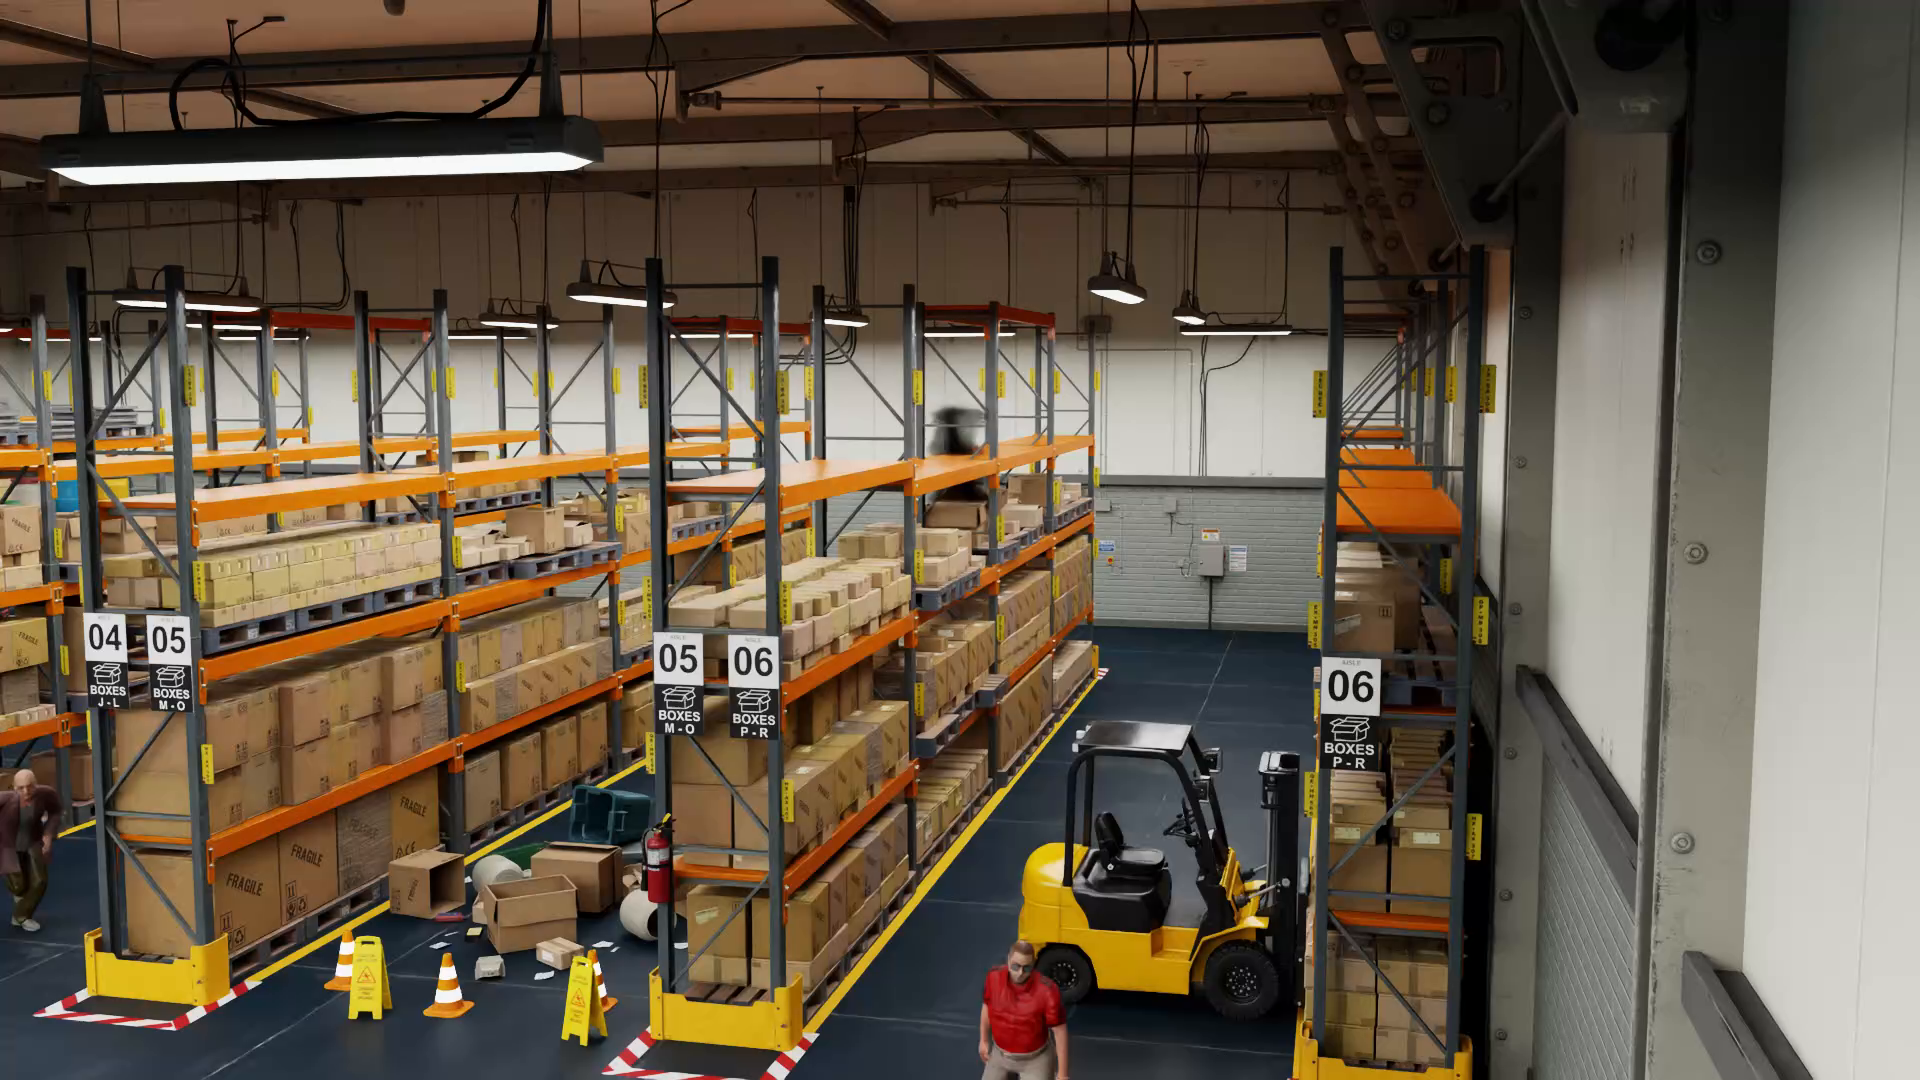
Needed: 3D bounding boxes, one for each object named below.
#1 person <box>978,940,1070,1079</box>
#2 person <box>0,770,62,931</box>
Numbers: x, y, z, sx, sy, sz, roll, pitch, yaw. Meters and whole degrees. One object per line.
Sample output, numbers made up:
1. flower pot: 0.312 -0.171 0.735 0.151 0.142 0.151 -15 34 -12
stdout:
1. person: 0.374 3.279 10.682 0.855 1.629 0.680 3 6 26
2. person: -8.699 2.870 15.334 0.734 1.526 0.914 -5 8 -40
